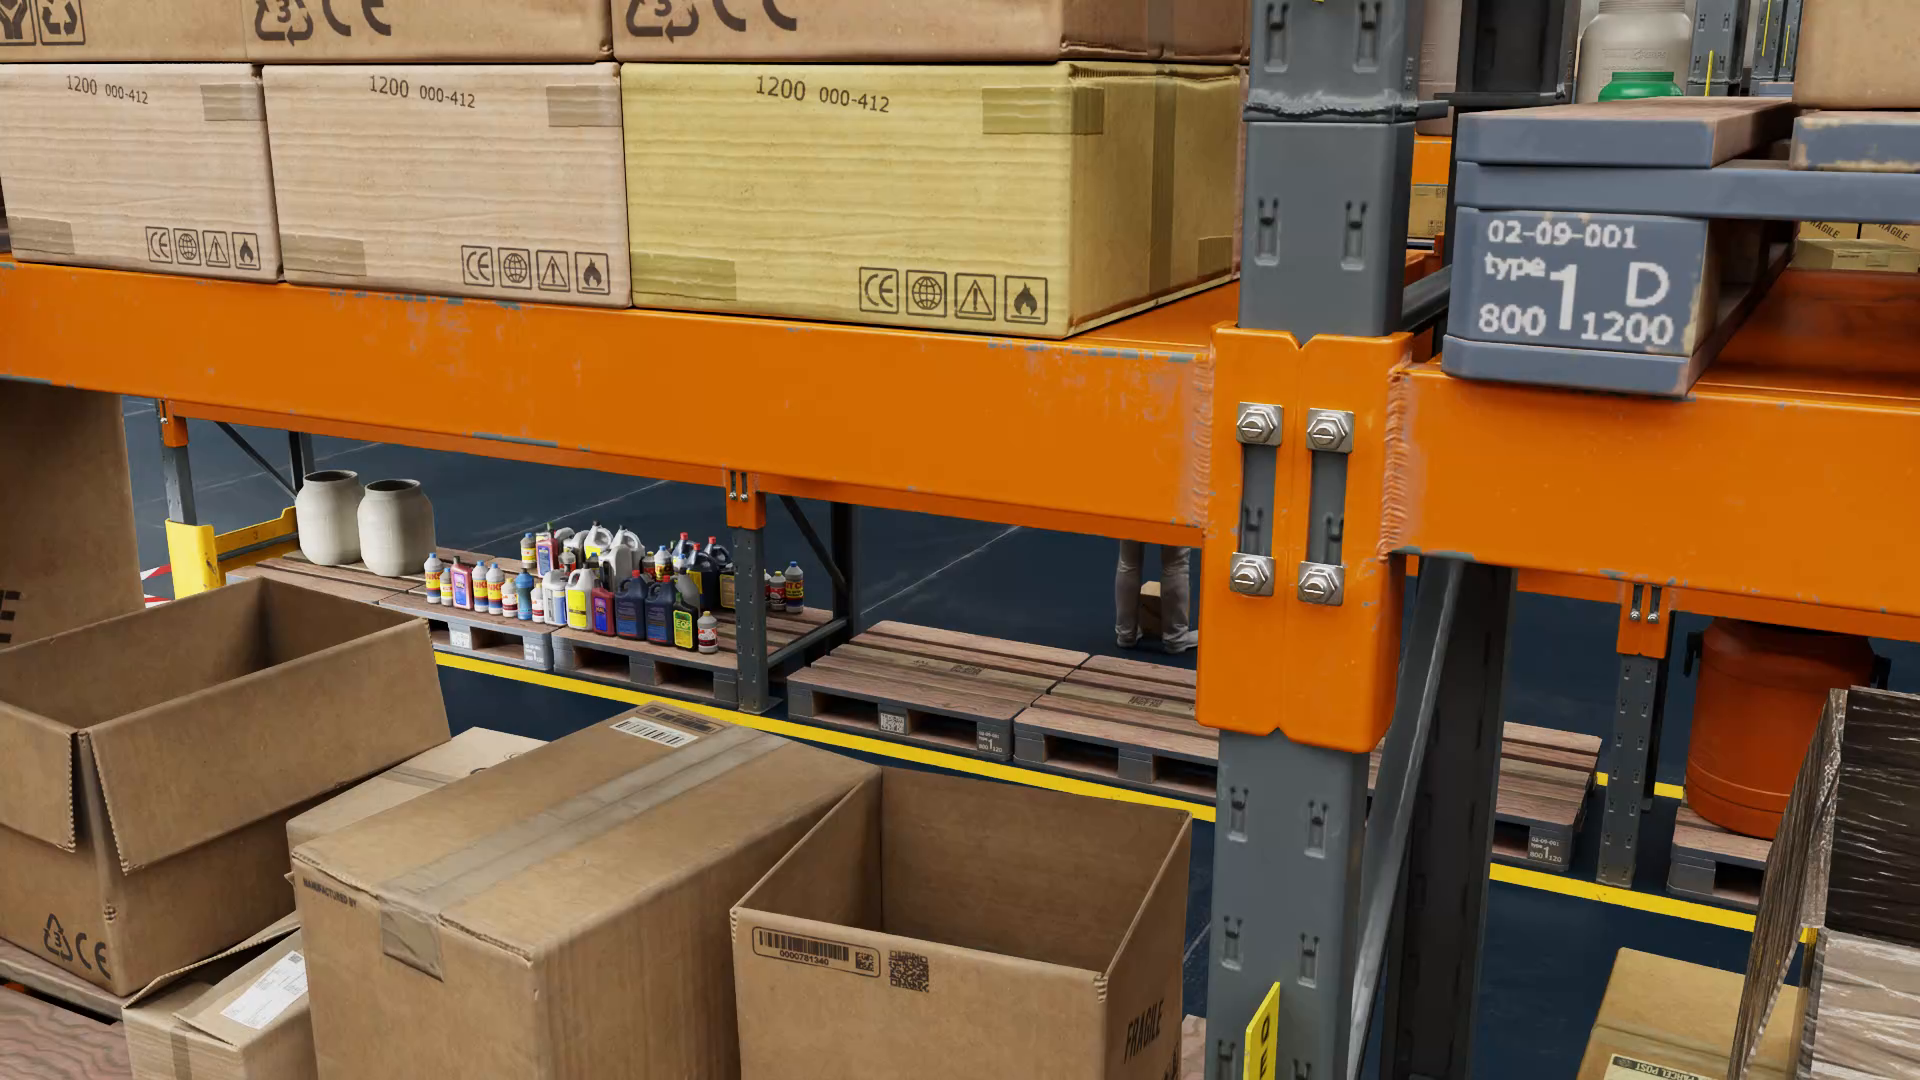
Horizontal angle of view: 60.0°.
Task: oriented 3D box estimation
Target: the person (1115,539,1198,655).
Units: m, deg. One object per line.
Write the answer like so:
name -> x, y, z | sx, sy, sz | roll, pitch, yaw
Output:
person -> 1.036, -0.272, 8.966 | 0.631, 1.759, 0.461 | 7, 17, 22
